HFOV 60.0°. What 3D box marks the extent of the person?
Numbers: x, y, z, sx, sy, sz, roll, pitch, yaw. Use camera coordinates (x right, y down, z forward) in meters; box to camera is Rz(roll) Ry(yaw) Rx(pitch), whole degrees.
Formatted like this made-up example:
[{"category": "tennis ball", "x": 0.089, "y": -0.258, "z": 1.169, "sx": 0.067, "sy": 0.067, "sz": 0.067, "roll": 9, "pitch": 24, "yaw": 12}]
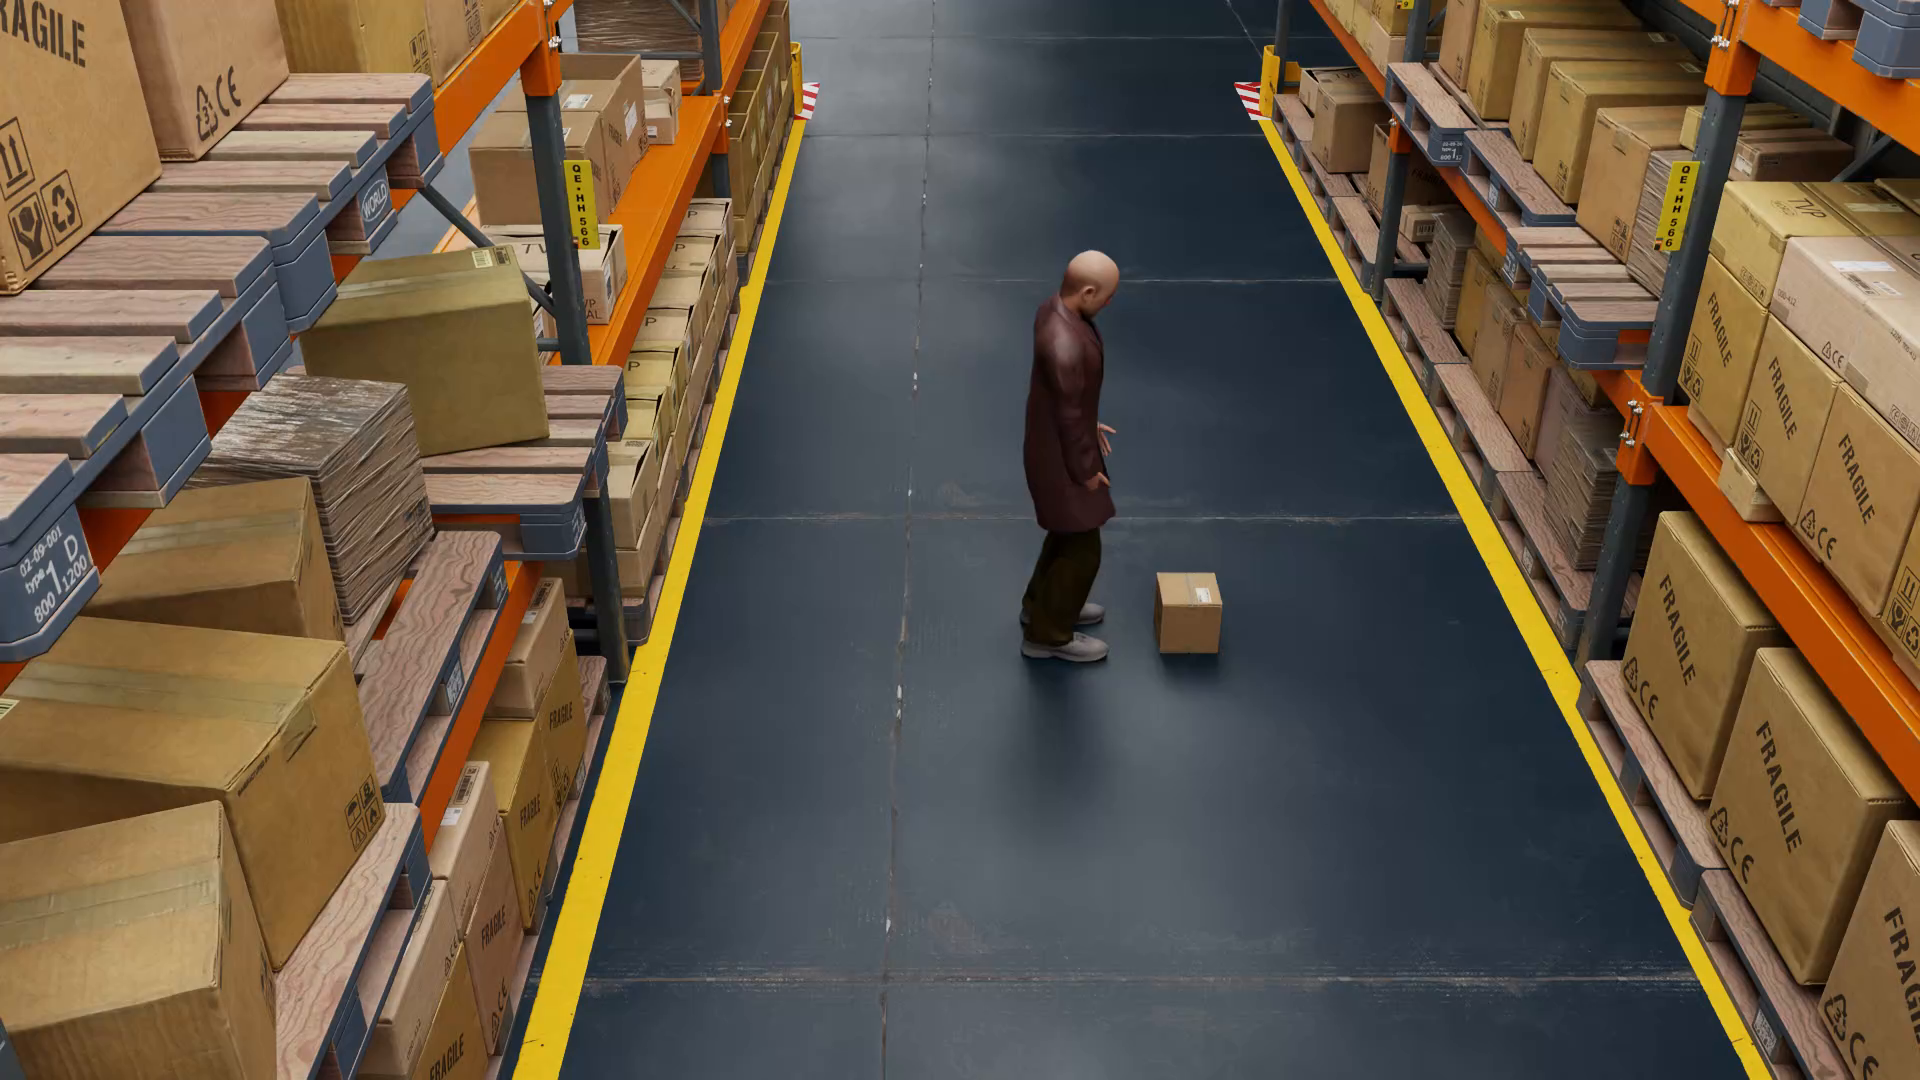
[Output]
[{"category": "person", "x": 0.451, "y": -0.343, "z": 6.752, "sx": 0.390, "sy": 1.752, "sz": 0.579, "roll": 1, "pitch": 31, "yaw": 1}]
